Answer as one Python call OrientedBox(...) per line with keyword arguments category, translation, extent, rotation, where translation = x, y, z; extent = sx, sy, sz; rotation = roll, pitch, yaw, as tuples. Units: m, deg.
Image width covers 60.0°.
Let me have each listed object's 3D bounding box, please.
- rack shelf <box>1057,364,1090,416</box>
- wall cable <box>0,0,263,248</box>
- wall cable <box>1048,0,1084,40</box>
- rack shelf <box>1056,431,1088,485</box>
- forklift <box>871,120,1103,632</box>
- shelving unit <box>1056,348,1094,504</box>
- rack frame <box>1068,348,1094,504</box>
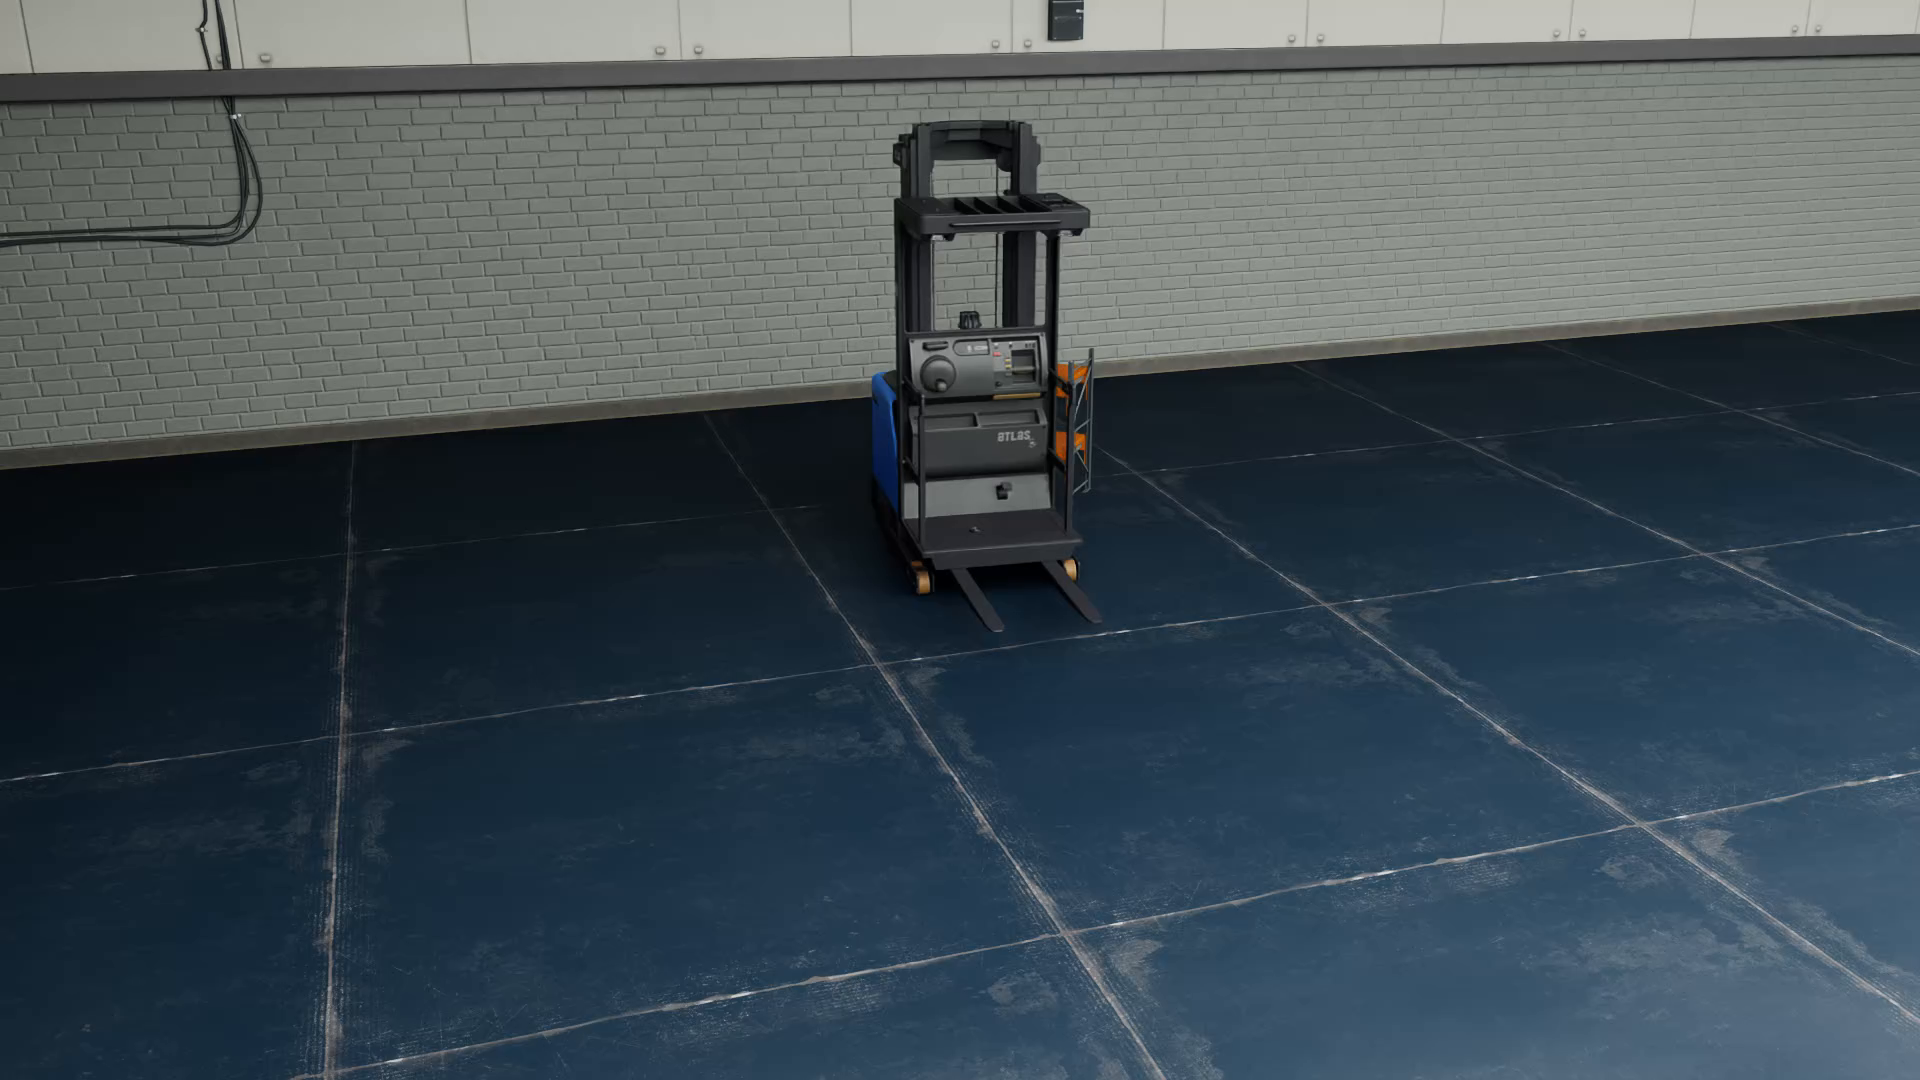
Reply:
OrientedBox(category="rack shelf", translation=(0.443, -1.198, 12.723), extent=(1.000, 0.278, 0.538), rotation=(8, 21, 22))
OrientedBox(category="wall cable", translation=(-7.103, -3.412, 12.699), extent=(3.097, 2.526, 0.112), rotation=(-6, 21, -17))
OrientedBox(category="wall cable", translation=(1.914, -7.478, 14.393), extent=(2.305, 6.003, 0.169), rotation=(-6, 21, -17))
OrientedBox(category="rack shelf", translation=(0.443, -0.693, 12.905), extent=(1.000, 0.278, 0.538), rotation=(8, 21, 22))
OrientedBox(category="forklift", translation=(0.174, -1.156, 10.798), extent=(1.130, 2.935, 3.031), rotation=(-5, 20, -12))
OrientedBox(category="shelving unit", translation=(0.443, -0.923, 12.822), extent=(1.048, 1.125, 0.538), rotation=(8, 21, 22))
OrientedBox(category="rack frame", translation=(0.910, -0.855, 12.633), extent=(0.032, 1.125, 0.500), rotation=(8, 21, 22))
